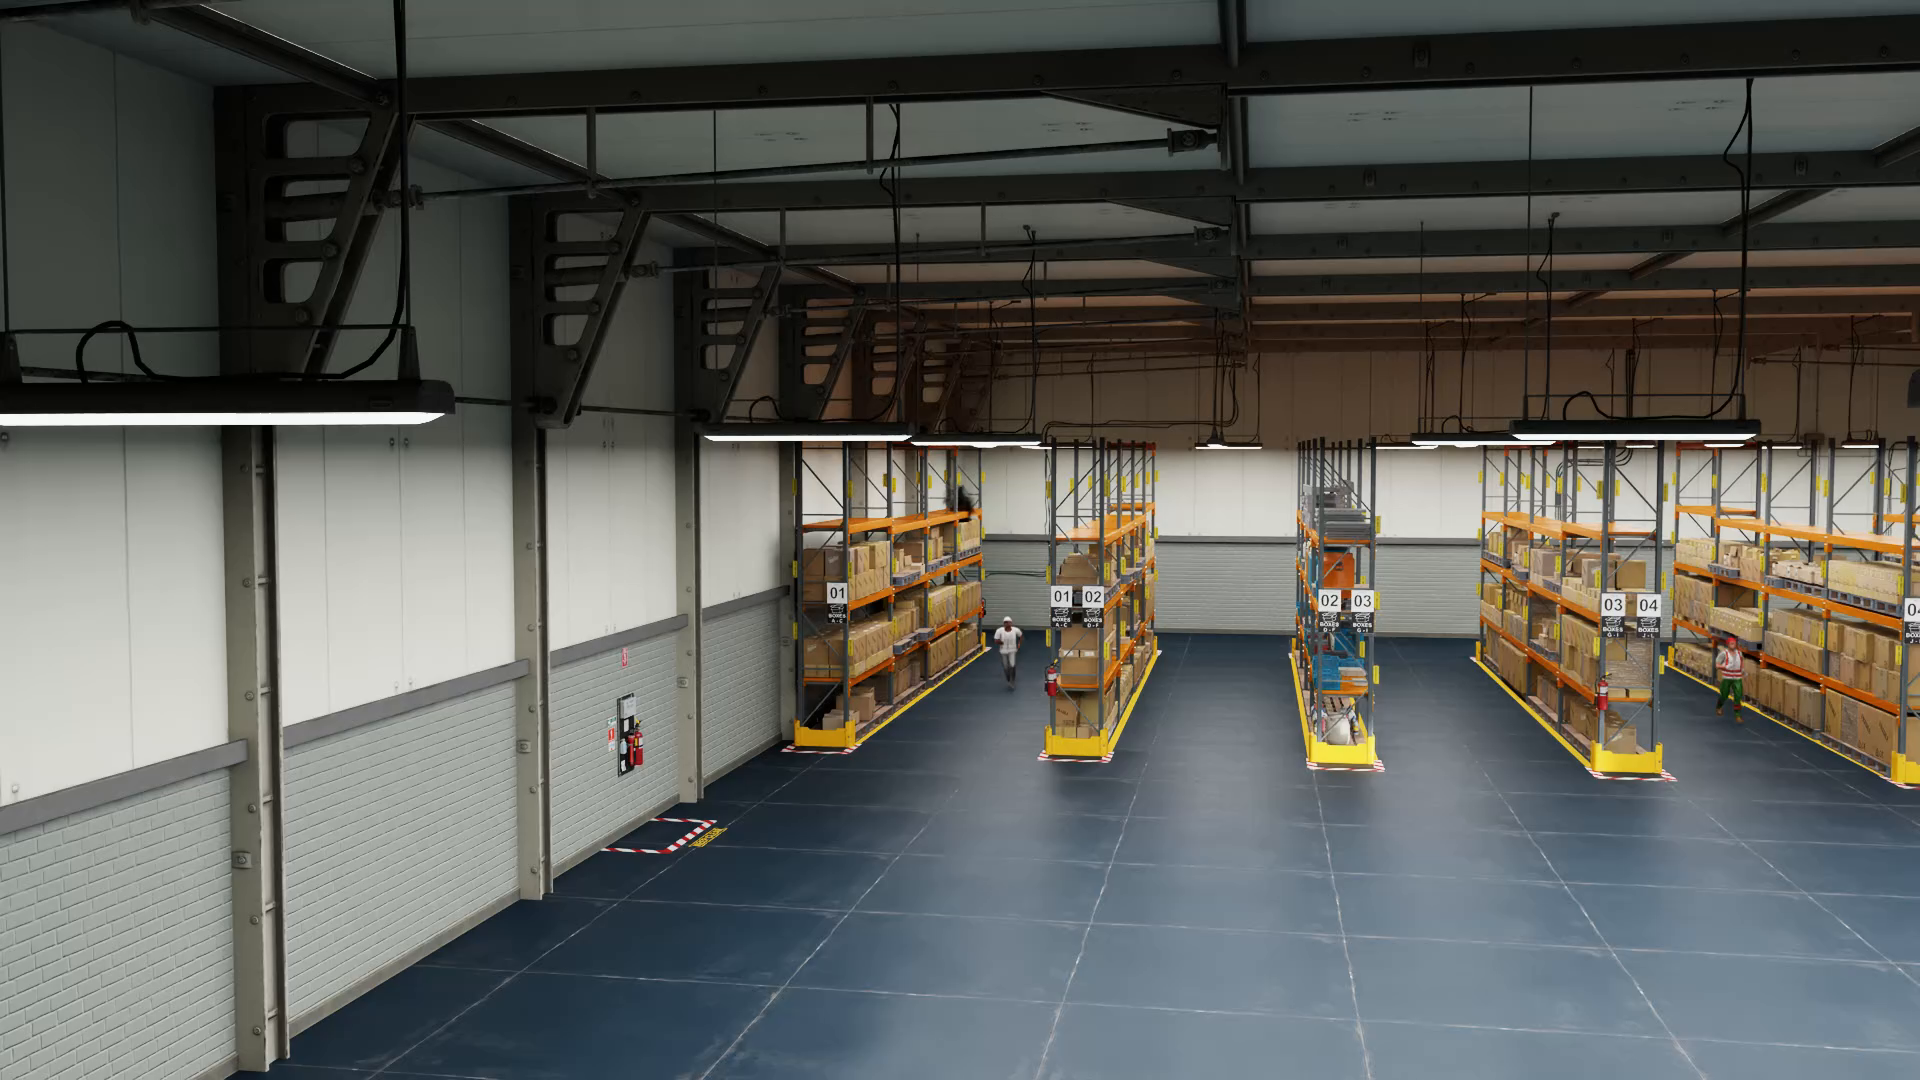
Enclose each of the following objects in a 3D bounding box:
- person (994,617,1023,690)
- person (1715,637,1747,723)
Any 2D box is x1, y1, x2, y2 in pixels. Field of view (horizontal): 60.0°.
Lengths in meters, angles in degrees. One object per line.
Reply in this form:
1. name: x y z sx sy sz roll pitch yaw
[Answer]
1. person: 1.161 2.727 40.176 0.680 1.768 0.750 0 3 7
2. person: 16.357 2.941 35.273 0.666 1.763 0.985 0 3 4
